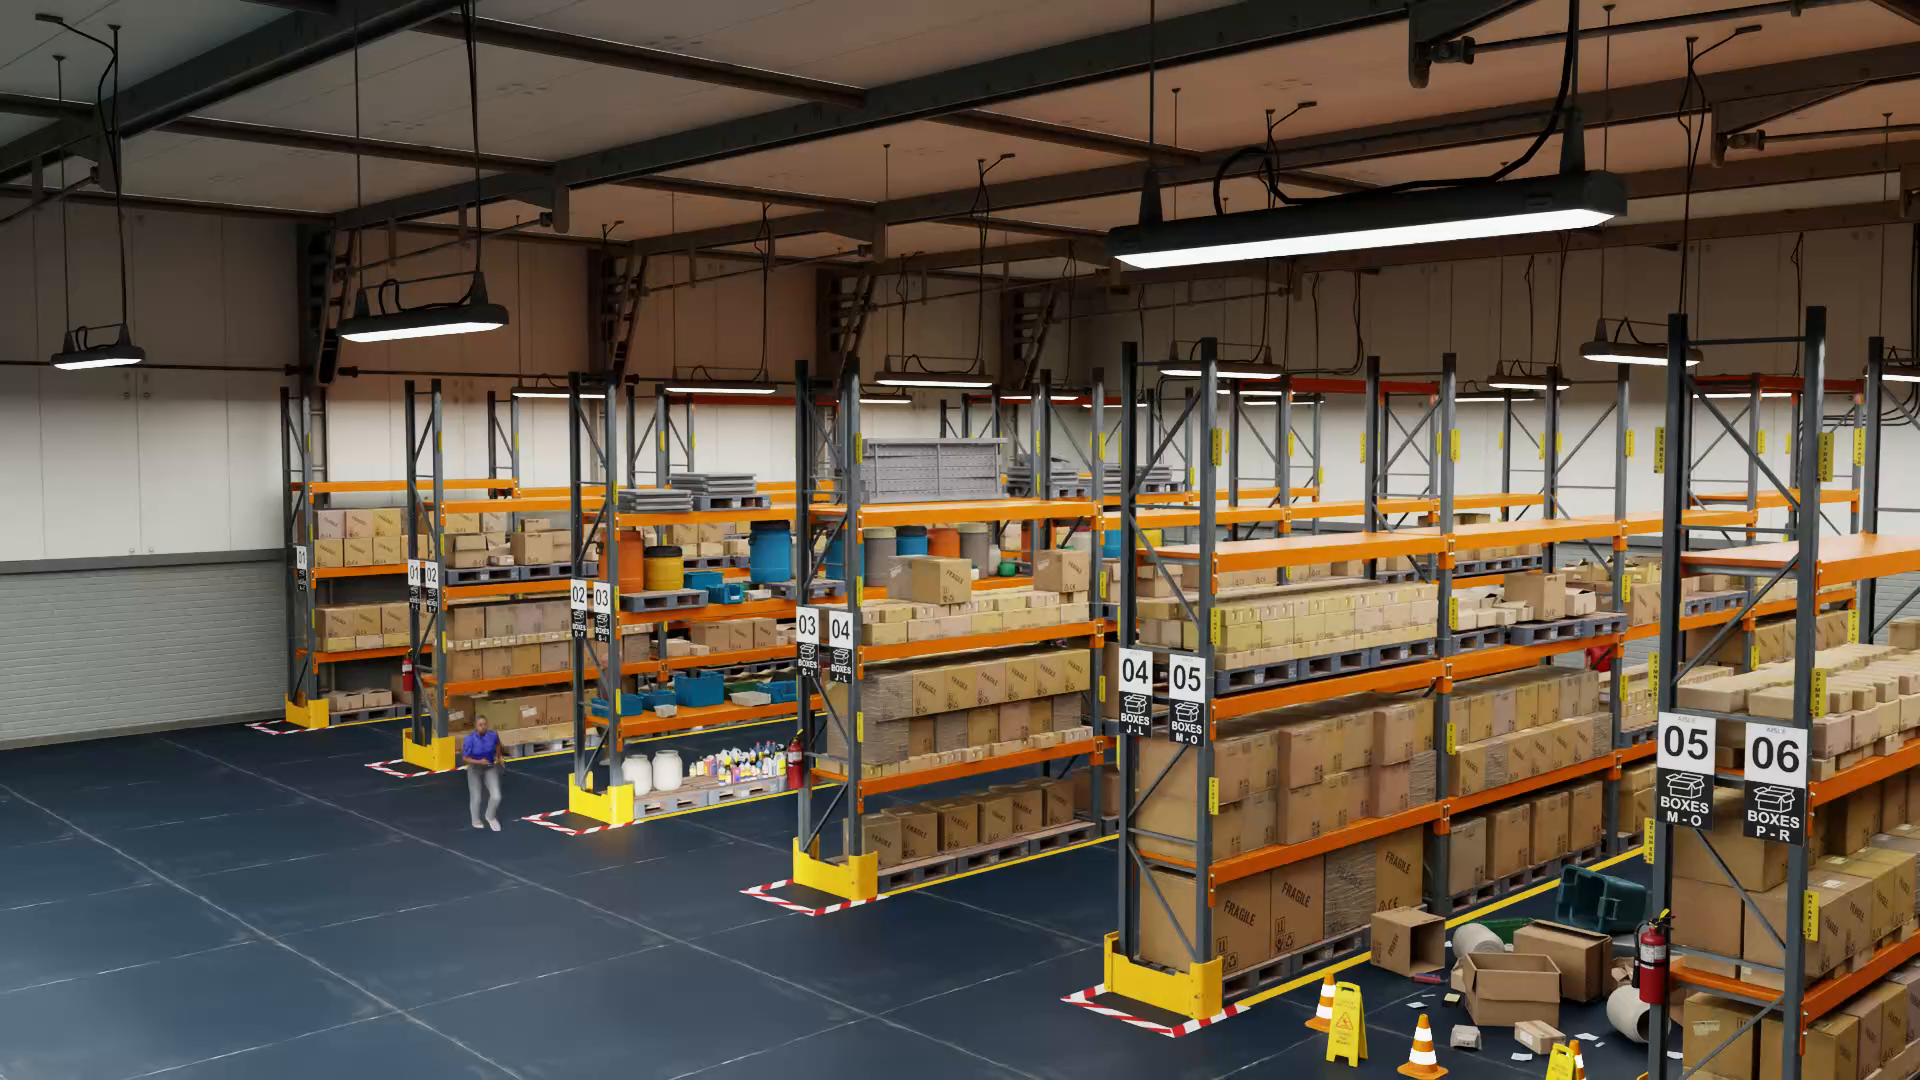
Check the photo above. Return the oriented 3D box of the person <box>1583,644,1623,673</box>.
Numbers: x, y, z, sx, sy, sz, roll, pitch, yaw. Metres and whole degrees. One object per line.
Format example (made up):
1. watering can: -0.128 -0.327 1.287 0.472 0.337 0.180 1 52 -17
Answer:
1. person: 11.340 2.438 29.348 0.637 1.711 0.996 1 4 14

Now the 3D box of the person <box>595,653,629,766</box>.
1. person: -5.437 2.616 26.018 0.662 1.752 0.757 -3 5 -39

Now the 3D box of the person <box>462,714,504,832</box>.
1. person: -6.140 3.008 21.442 0.566 1.572 0.907 -2 4 -25
